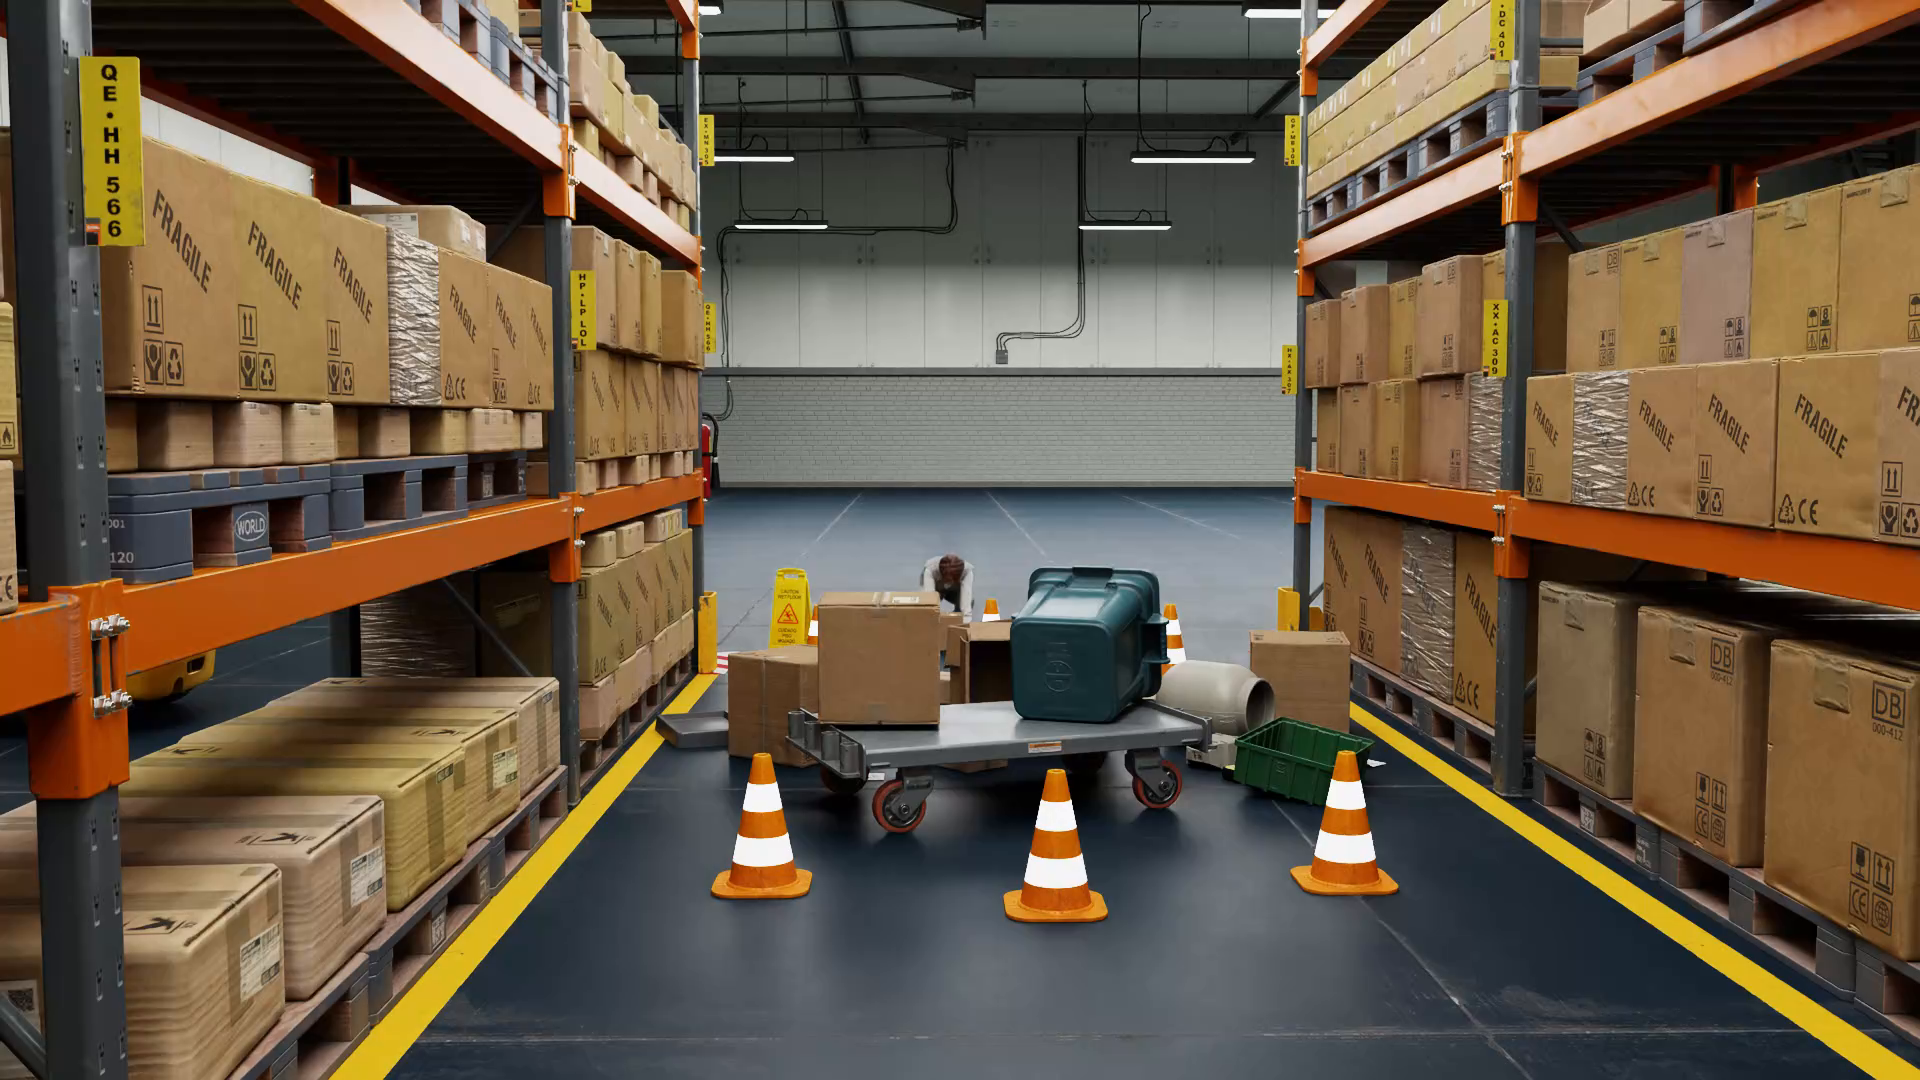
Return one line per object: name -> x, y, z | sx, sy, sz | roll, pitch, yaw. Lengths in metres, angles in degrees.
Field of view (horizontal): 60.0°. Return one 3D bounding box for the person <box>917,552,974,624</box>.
person -> -0.112, 0.446, 12.281 | 0.431, 0.760, 0.839 | 0, 4, -2
